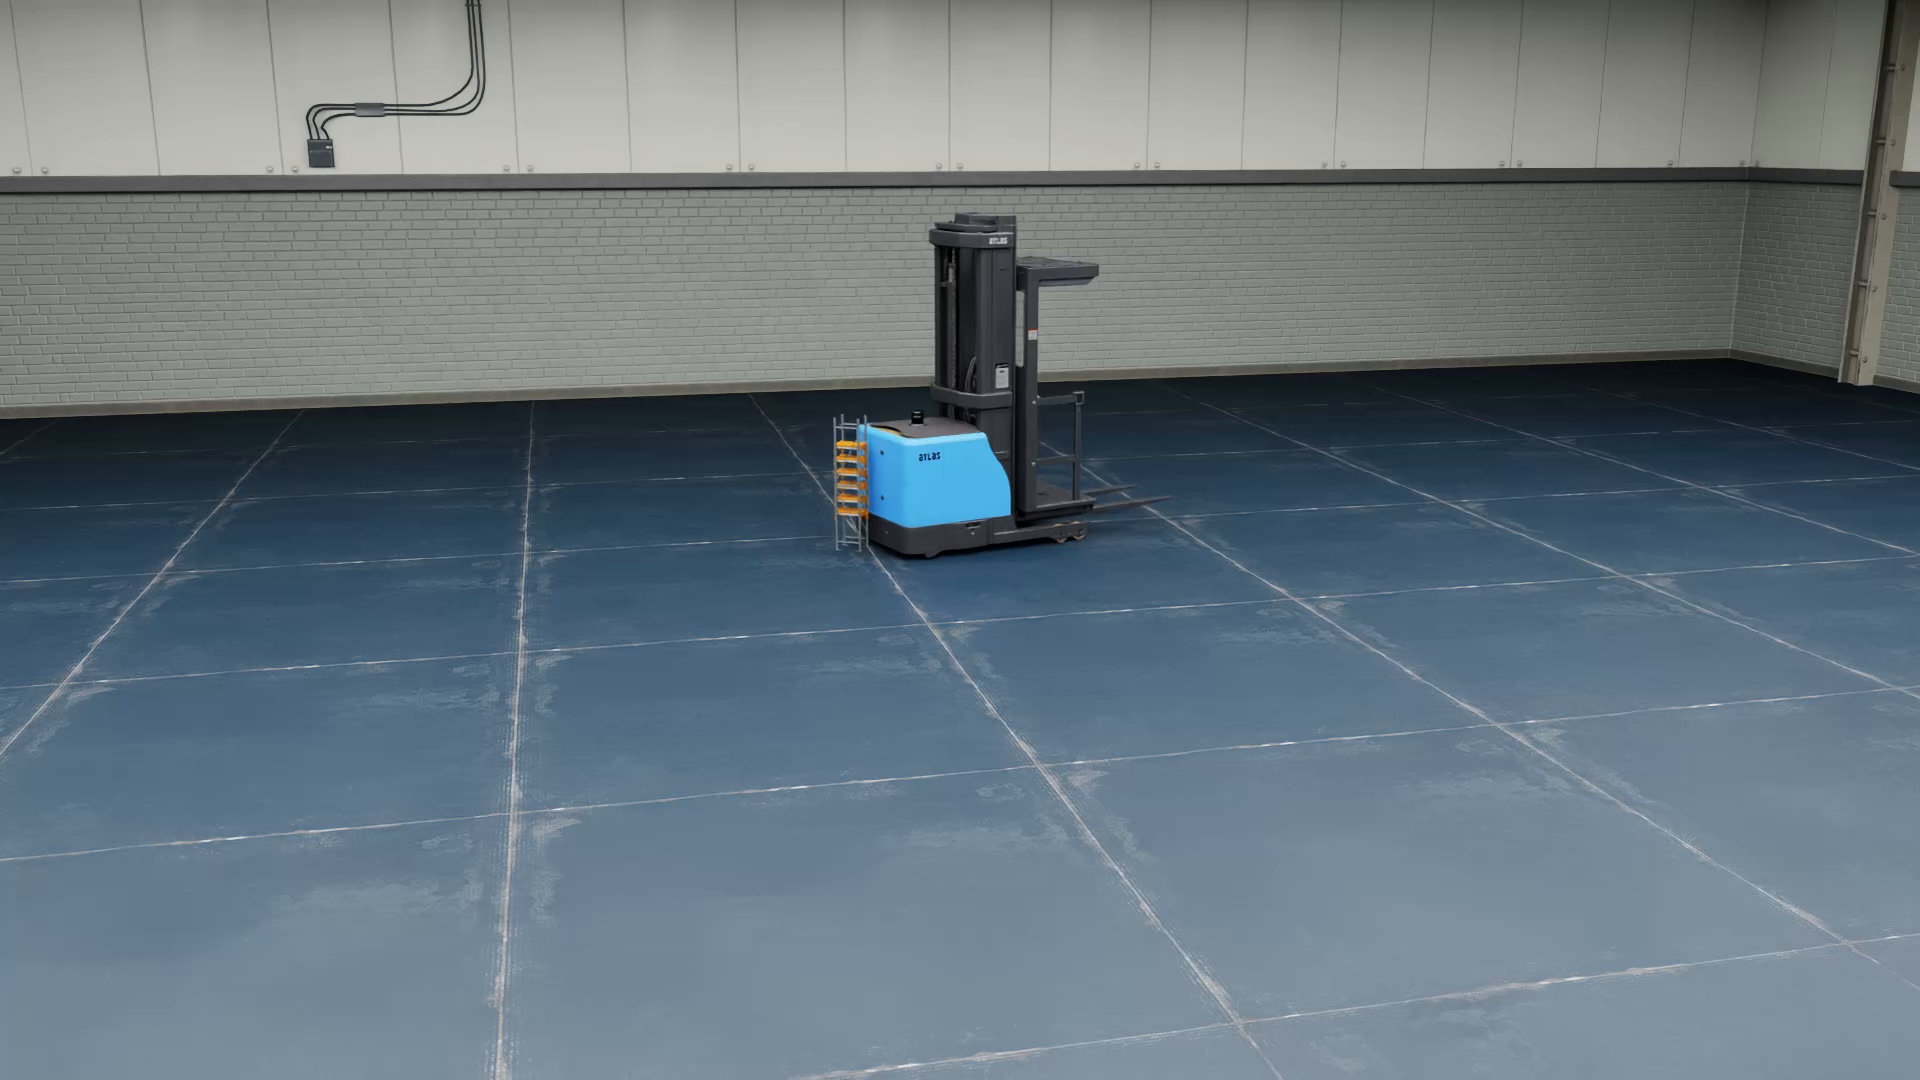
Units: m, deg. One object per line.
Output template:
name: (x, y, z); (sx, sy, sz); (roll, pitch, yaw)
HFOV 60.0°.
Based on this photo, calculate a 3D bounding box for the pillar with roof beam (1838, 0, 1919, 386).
pillar with roof beam: (9.187, -6.470, 22.772); (9.100, 9.000, 0.400); (-3, 14, -13)

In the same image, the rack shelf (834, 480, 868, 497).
rack shelf: (-0.967, -0.461, 14.795); (0.258, 0.103, 0.180); (4, 14, 17)

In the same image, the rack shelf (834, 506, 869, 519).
rack shelf: (-0.967, -0.228, 14.852); (0.258, 0.103, 0.180); (4, 14, 17)

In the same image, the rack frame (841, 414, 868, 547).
rack frame: (-0.939, -0.525, 14.869); (0.240, 1.200, 0.006); (4, 14, 17)

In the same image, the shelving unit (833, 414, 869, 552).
shelving unit: (-0.967, -0.504, 14.784); (0.258, 1.200, 0.189); (4, 14, 17)

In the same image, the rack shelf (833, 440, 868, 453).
rack shelf: (-0.967, -0.810, 14.709); (0.258, 0.103, 0.180); (4, 14, 17)

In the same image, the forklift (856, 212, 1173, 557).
forklift: (0.583, -1.507, 15.243); (3.031, 2.935, 1.130); (-8, 16, -30)

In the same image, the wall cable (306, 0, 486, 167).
wall cable: (-7.423, -7.885, 21.398); (2.305, 6.003, 0.169); (-3, 14, -13)

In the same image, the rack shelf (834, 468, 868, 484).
rack shelf: (-0.967, -0.577, 14.766); (0.258, 0.103, 0.180); (4, 14, 17)

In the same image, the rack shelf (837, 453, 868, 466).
rack shelf: (-0.967, -0.694, 14.738); (0.258, 0.103, 0.180); (4, 14, 17)

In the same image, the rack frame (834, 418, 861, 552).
rack frame: (-0.995, -0.483, 14.700); (0.240, 1.200, 0.006); (4, 14, 17)

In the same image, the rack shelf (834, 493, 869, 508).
rack shelf: (-0.967, -0.344, 14.823); (0.258, 0.103, 0.180); (4, 14, 17)
